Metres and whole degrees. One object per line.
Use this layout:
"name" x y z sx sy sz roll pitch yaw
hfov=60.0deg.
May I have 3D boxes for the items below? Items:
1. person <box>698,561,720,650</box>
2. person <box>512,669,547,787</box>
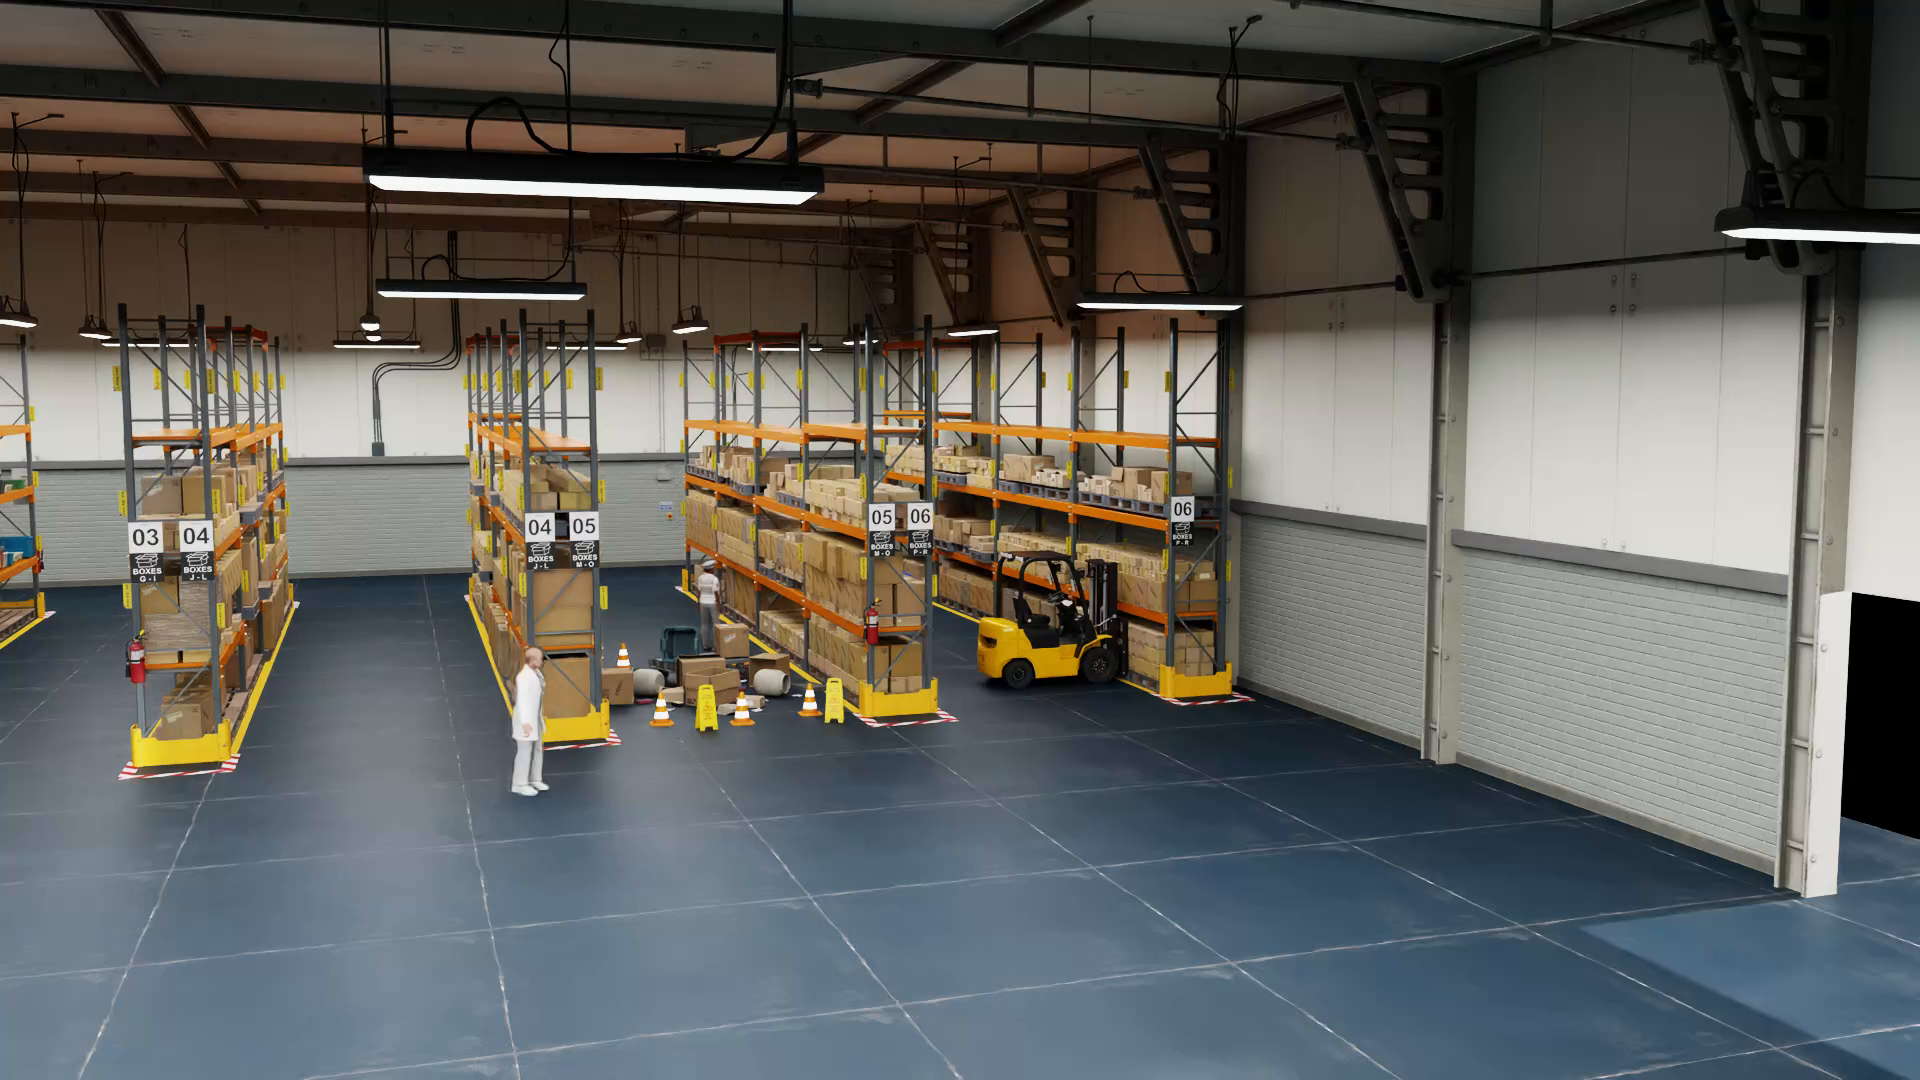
"person" -4.676 1.220 31.200 0.441 1.681 0.547 1 5 7
"person" -5.258 2.264 20.333 0.412 1.477 0.396 1 5 6
